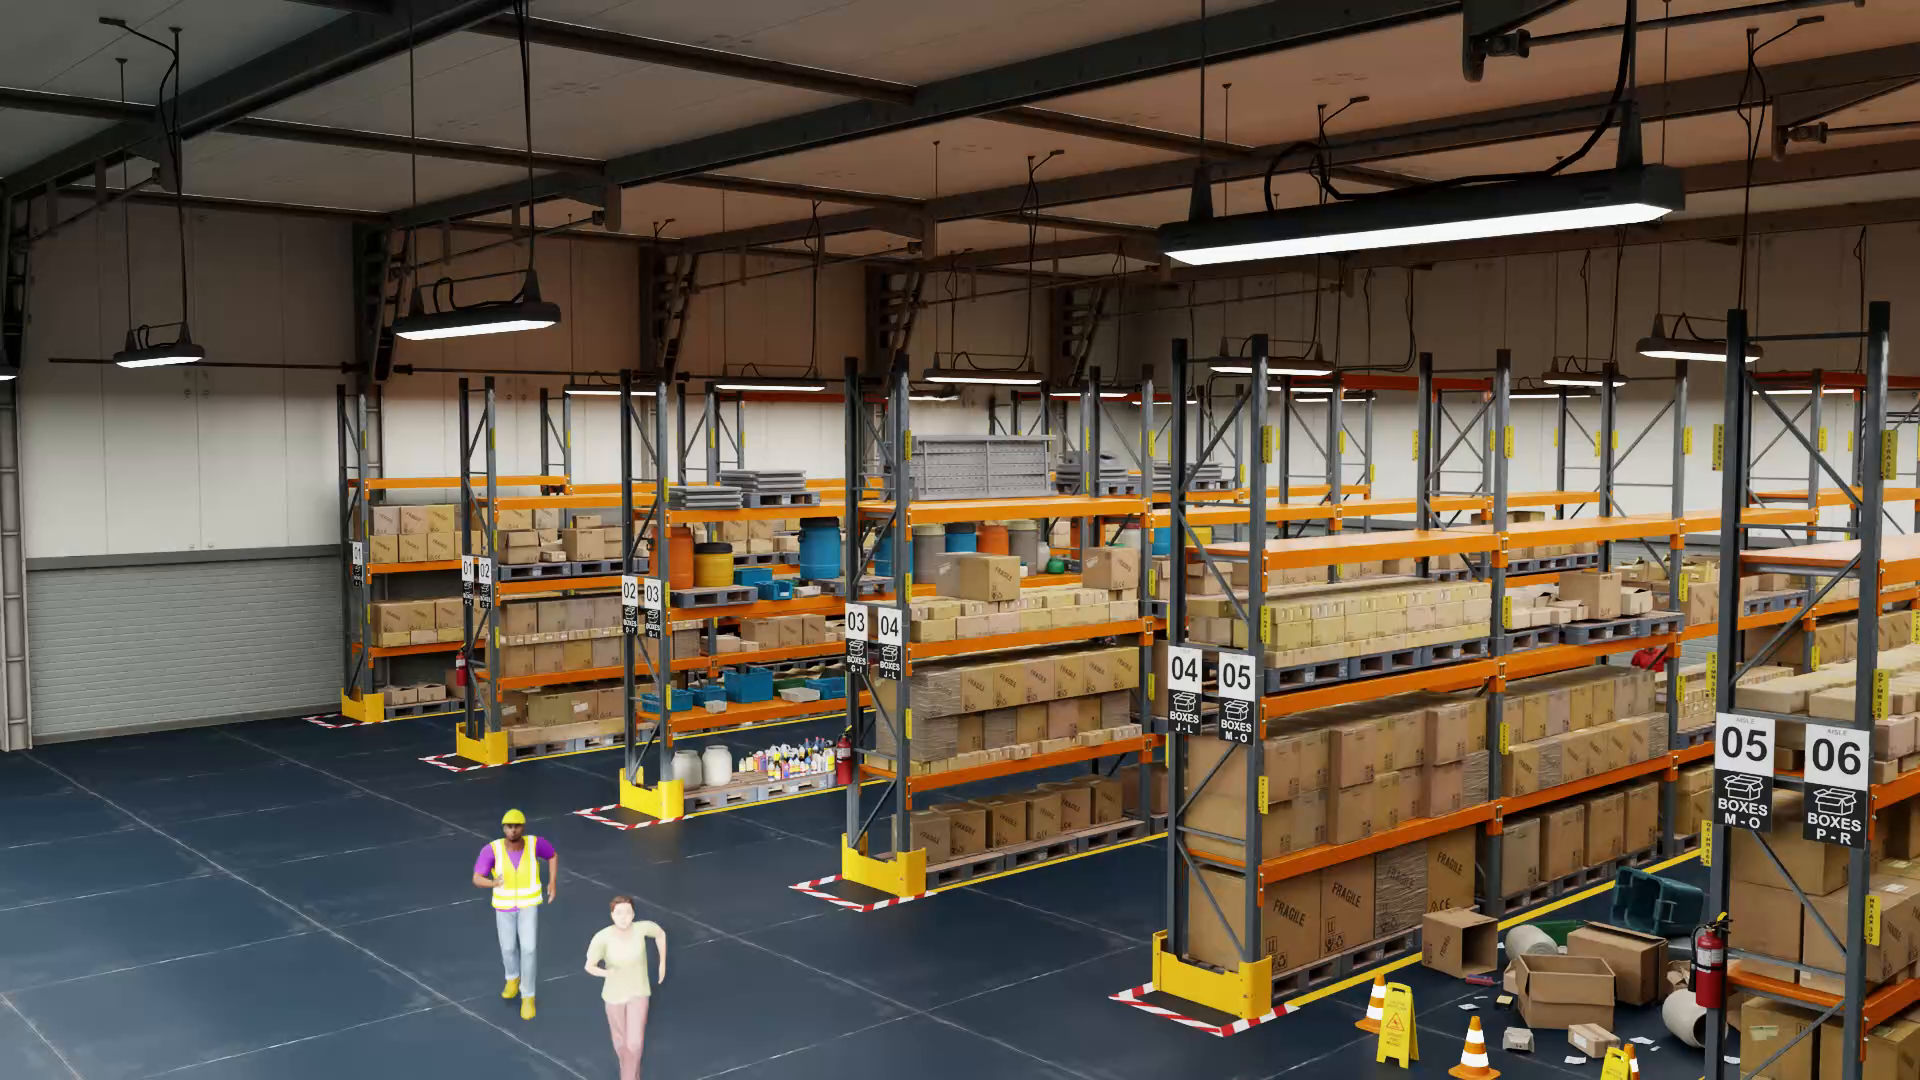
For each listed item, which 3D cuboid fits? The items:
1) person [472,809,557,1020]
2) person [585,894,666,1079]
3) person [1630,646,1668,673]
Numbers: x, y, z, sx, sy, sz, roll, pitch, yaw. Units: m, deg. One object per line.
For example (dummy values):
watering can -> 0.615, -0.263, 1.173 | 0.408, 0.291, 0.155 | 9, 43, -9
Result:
person -> -3.972, 3.302, 14.858 | 0.720, 1.834, 0.787 | -1, 4, -11
person -> -2.544, 3.503, 12.681 | 0.599, 1.700, 0.820 | -1, 4, -10
person -> 11.747, 2.468, 28.263 | 0.696, 1.676, 0.522 | 2, 4, 28
